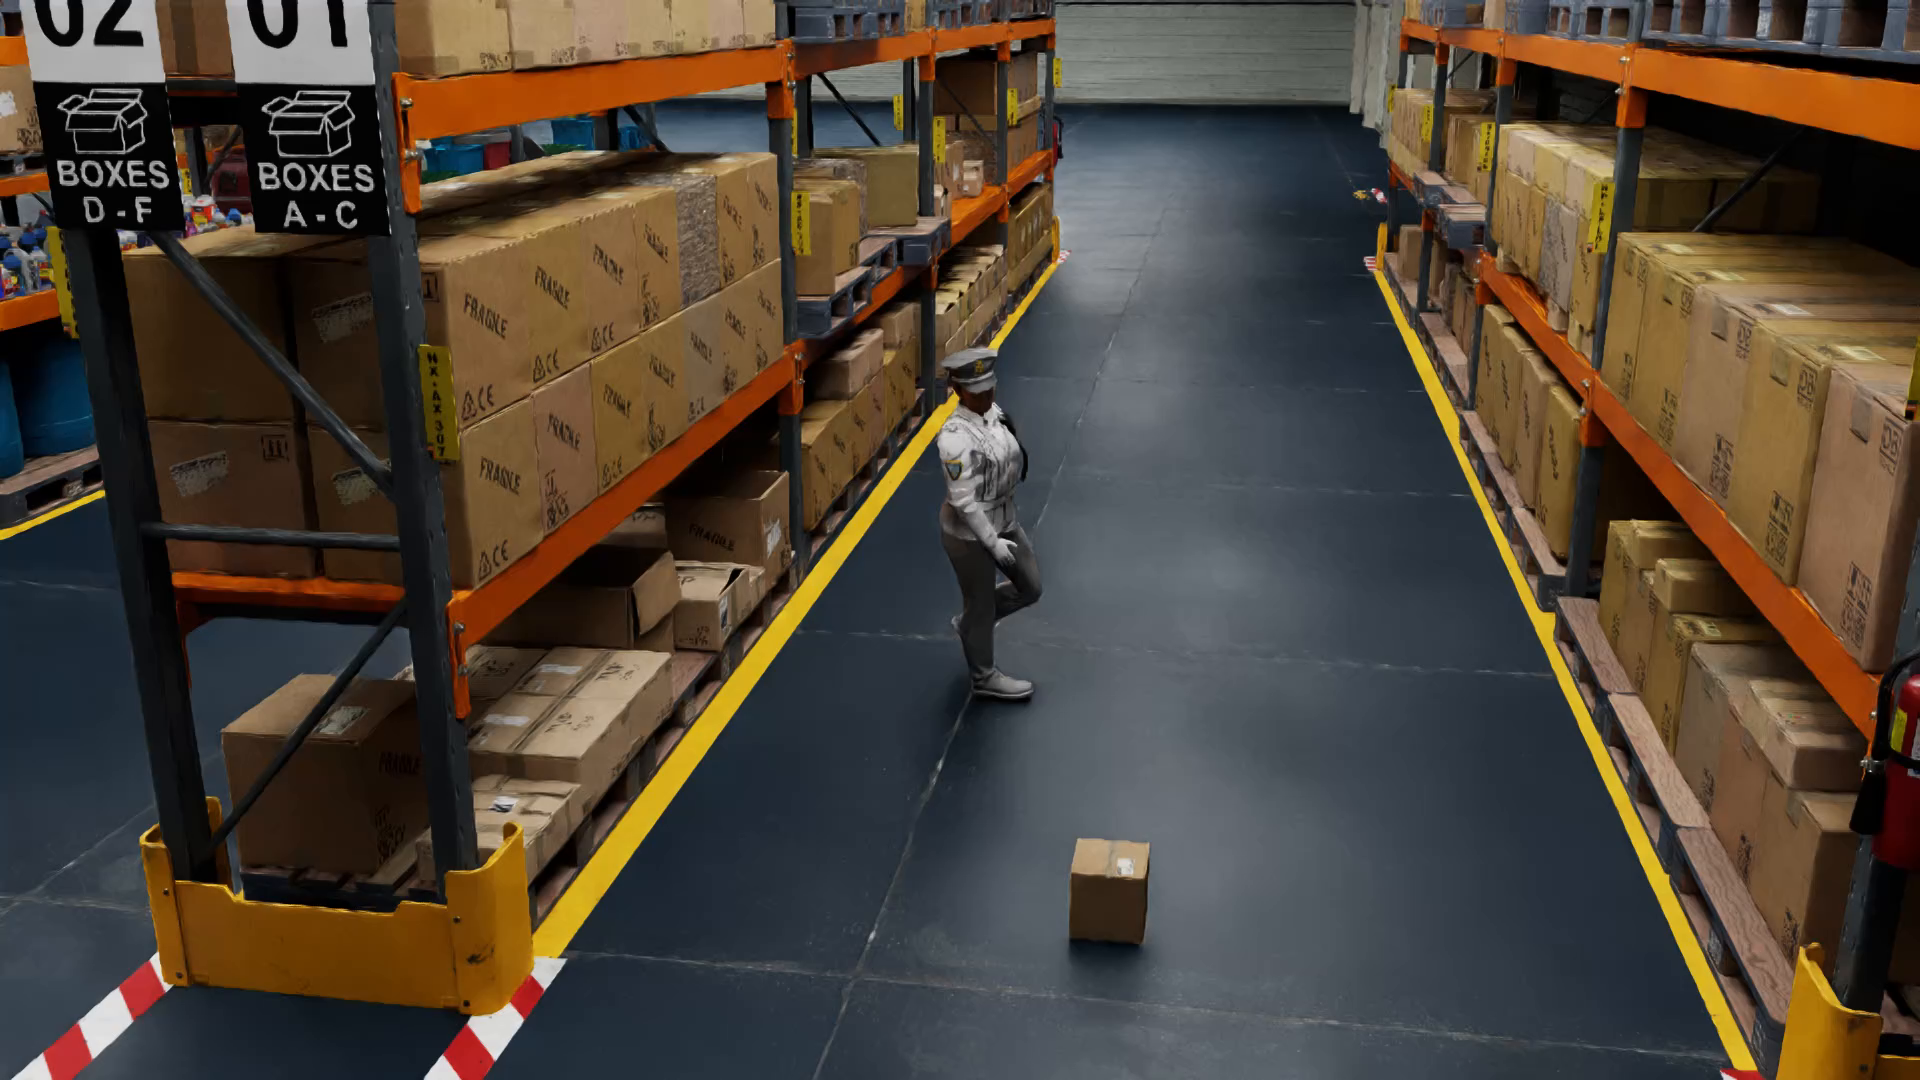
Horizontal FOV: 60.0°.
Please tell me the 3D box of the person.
[{"bbox_3d":[0.091,-0.054,7.221,0.472,1.628,0.664,8,20,24],"label":"person"}]
